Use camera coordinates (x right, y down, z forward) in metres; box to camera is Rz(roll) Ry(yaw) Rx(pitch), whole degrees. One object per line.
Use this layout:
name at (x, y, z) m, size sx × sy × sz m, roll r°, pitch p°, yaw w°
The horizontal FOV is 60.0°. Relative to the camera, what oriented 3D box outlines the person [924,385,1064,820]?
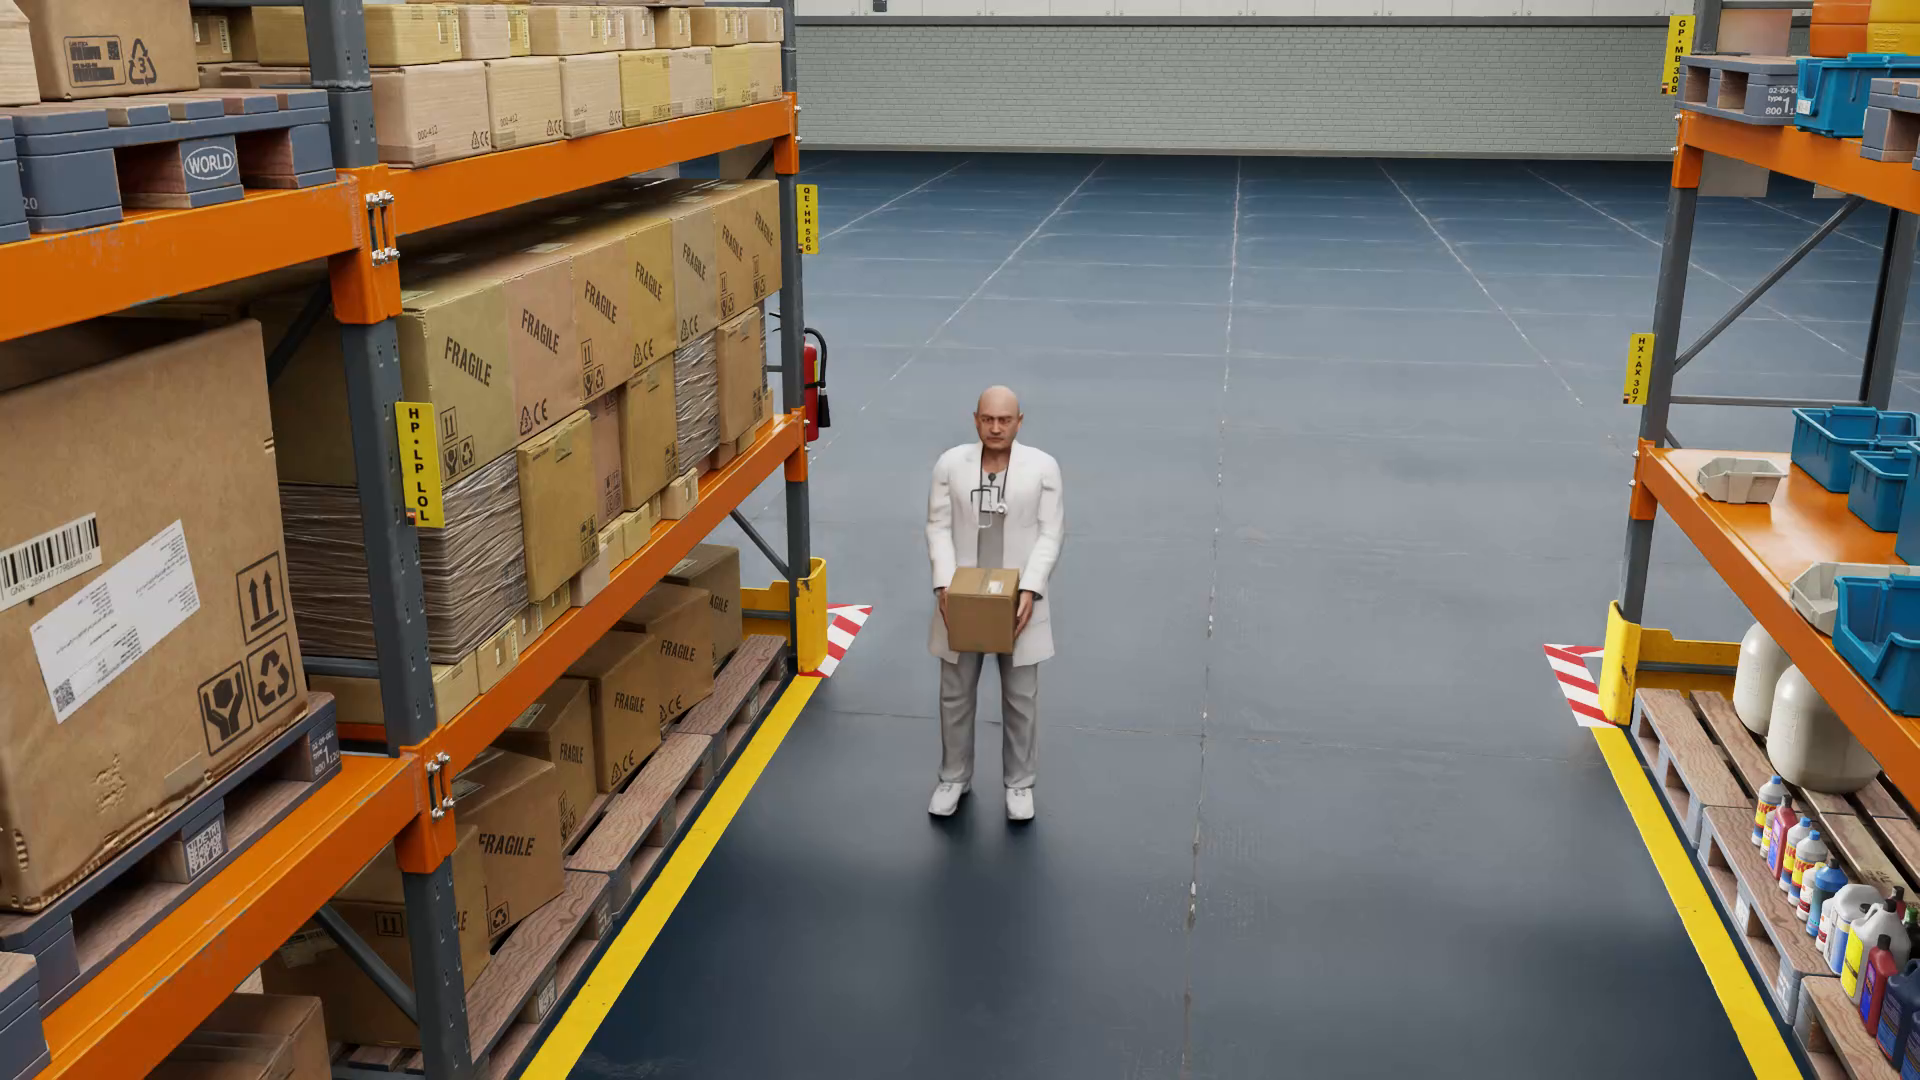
person at (0.124, 0.273, 6.702) m, size 0.566 × 1.782 × 0.499 m, roll 3°, pitch 18°, yaw 8°
